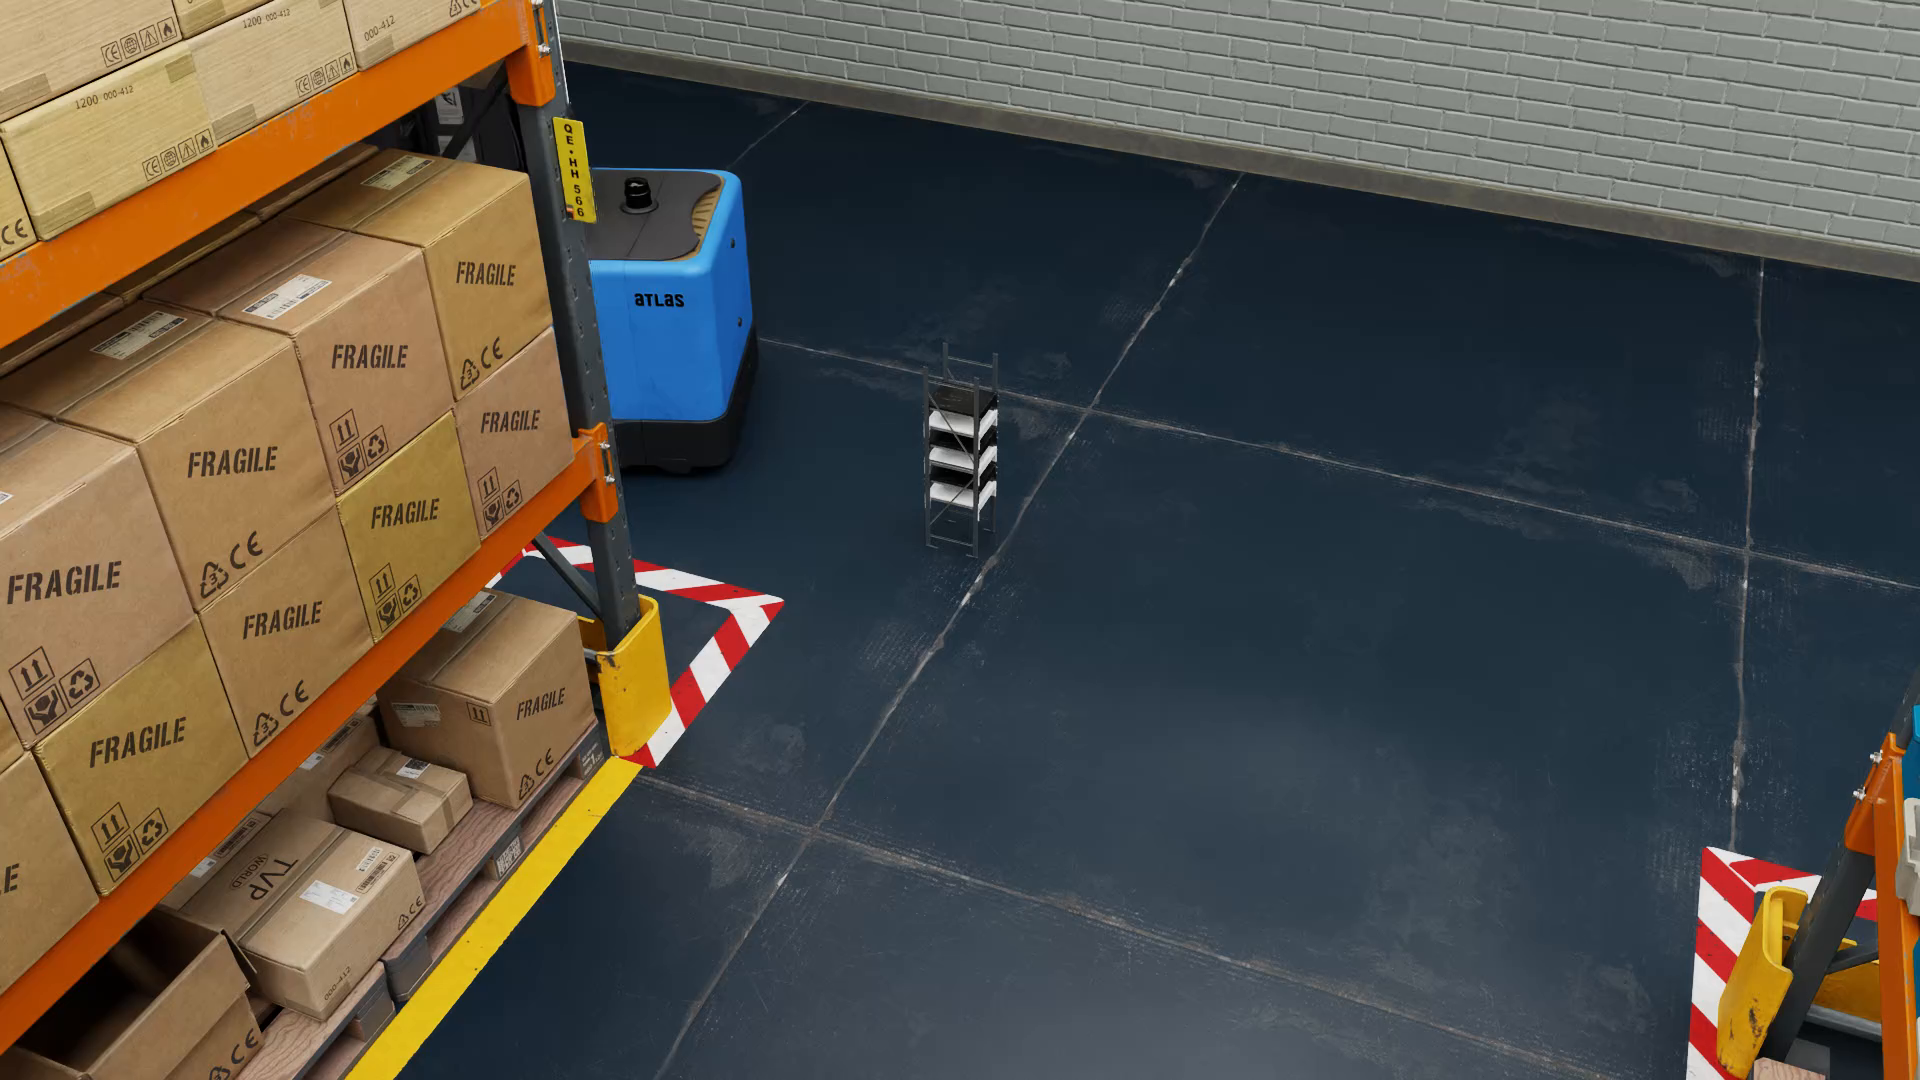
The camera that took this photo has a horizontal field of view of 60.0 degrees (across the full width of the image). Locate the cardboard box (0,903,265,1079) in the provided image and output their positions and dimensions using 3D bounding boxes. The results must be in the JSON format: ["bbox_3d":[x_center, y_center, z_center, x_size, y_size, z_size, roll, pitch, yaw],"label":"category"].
[{"bbox_3d":[-2.474,1.342,4.667,0.797,0.503,0.637,14,39,18],"label":"cardboard box"}]

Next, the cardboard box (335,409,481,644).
[{"bbox_3d":[-1.775,-0.097,4.791,0.500,0.500,0.500,14,39,18],"label":"cardboard box"}]

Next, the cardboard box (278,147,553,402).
[{"bbox_3d":[-1.577,-0.787,4.878,0.500,0.500,0.500,14,39,17],"label":"cardboard box"}]

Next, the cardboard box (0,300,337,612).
[{"bbox_3d":[-1.962,-0.219,4.118,0.500,0.500,0.500,15,39,19],"label":"cardboard box"}]

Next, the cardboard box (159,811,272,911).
[{"bbox_3d":[-2.512,1.060,5.255,0.500,0.250,0.500,14,39,18],"label":"cardboard box"}]

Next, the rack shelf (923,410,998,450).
[{"bbox_3d":[0.003,-0.482,6.899,0.258,0.077,0.200,14,39,18],"label":"rack shelf"}]

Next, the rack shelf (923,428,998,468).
[{"bbox_3d":[0.003,-0.410,6.953,0.258,0.077,0.200,14,39,18],"label":"rack shelf"}]

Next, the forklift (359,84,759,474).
[{"bbox_3d":[-2.539,-1.799,7.209,3.031,2.935,1.130,2,37,2],"label":"forklift"}]

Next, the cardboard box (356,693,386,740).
[{"bbox_3d":[-2.234,0.596,5.947,0.380,0.166,0.250,14,39,18],"label":"cardboard box"}]

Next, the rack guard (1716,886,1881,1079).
[{"bbox_3d":[2.914,1.460,4.879,1.175,0.500,0.348,14,39,18],"label":"rack guard"}]

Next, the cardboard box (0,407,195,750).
[{"bbox_3d":[-2.157,0.066,3.738,0.500,0.500,0.500,15,39,19],"label":"cardboard box"}]

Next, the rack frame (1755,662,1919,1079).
[{"bbox_3d":[2.917,0.475,4.109,1.000,3.000,0.127,14,39,18],"label":"rack frame"}]

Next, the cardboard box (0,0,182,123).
[{"bbox_3d":[-2.006,-1.101,3.420,0.500,0.250,0.500,14,39,18],"label":"cardboard box"}]

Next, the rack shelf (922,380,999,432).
[{"bbox_3d":[0.003,-0.555,6.845,0.258,0.077,0.200,14,39,18],"label":"rack shelf"}]

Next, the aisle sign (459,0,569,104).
[{"bbox_3d":[-1.353,-1.664,4.800,0.394,0.787,0.004,14,39,18],"label":"aisle sign"}]

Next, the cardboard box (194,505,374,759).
[{"bbox_3d":[-1.970,0.178,4.423,0.500,0.500,0.500,14,39,18],"label":"cardboard box"}]

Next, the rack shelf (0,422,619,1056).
[{"bbox_3d":[-2.423,0.740,4.355,1.077,0.370,4.000,14,39,18],"label":"rack shelf"}]

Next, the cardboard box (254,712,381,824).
[{"bbox_3d":[-2.322,0.783,5.626,0.500,0.250,0.500,14,39,18],"label":"cardboard box"}]

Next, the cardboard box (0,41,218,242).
[{"bbox_3d":[-1.992,-0.898,3.566,0.500,0.250,0.500,14,39,18],"label":"cardboard box"}]

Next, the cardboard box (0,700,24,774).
[{"bbox_3d":[-2.353,0.352,3.355,0.500,0.500,0.500,13,39,16],"label":"cardboard box"}]

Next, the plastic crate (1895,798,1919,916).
[{"bbox_3d":[2.320,0.777,3.875,0.250,0.136,0.298,14,39,18],"label":"plastic crate"}]

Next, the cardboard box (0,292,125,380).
[{"bbox_3d":[-2.462,-0.343,4.285,0.500,0.500,0.500,14,39,18],"label":"cardboard box"}]

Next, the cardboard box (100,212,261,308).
[{"bbox_3d":[-2.267,-0.619,4.654,0.500,0.500,0.500,14,39,18],"label":"cardboard box"}]

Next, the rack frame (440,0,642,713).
[{"bbox_3d":[-1.662,-0.655,5.621,1.000,3.000,0.127,14,39,18],"label":"rack frame"}]

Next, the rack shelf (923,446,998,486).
[{"bbox_3d":[0.003,-0.338,7.007,0.258,0.077,0.200,14,39,18],"label":"rack shelf"}]

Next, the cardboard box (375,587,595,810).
[{"bbox_3d":[-1.641,0.527,5.760,0.500,0.500,0.500,14,39,18],"label":"cardboard box"}]

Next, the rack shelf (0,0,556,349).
[{"bbox_3d":[-2.423,-0.461,3.457,1.077,0.370,4.000,14,39,18],"label":"rack shelf"}]

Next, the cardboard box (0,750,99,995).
[{"bbox_3d":[-2.354,0.739,3.673,0.500,0.500,0.500,14,39,18],"label":"cardboard box"}]

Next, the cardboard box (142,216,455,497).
[{"bbox_3d":[-1.769,-0.507,4.504,0.500,0.500,0.500,15,39,19],"label":"cardboard box"}]

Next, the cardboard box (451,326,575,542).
[{"bbox_3d":[-1.581,-0.385,5.176,0.500,0.500,0.500,15,39,19],"label":"cardboard box"}]

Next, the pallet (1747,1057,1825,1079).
[{"bbox_3d":[2.568,2.040,4.344,1.003,0.211,1.213,14,39,18],"label":"pallet"}]

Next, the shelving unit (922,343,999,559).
[{"bbox_3d":[0.003,-0.365,6.987,0.258,0.900,0.210,14,39,18],"label":"shelving unit"}]

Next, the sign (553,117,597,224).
[{"bbox_3d":[-1.156,-1.108,4.996,0.100,0.325,0.005,14,39,18],"label":"sign"}]

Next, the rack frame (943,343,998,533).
[{"bbox_3d":[0.042,-0.421,7.062,0.240,0.900,0.006,14,39,18],"label":"rack frame"}]

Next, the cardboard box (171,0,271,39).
[{"bbox_3d":[-1.812,-1.377,3.789,0.500,0.250,0.500,14,39,18],"label":"cardboard box"}]

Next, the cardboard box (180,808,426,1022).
[{"bbox_3d":[-2.030,1.146,5.140,0.500,0.250,0.500,14,39,18],"label":"cardboard box"}]

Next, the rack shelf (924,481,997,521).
[{"bbox_3d":[0.003,-0.194,7.114,0.258,0.077,0.200,14,39,18],"label":"rack shelf"}]

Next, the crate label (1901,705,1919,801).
[{"bbox_3d":[2.519,0.580,4.058,0.416,0.233,0.303,14,39,18],"label":"crate label"}]

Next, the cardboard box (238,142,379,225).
[{"bbox_3d":[-2.075,-0.910,5.043,0.500,0.500,0.500,15,39,19],"label":"cardboard box"}]

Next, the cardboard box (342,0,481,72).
[{"bbox_3d":[-1.614,-1.452,4.307,0.500,0.250,0.500,14,39,18],"label":"cardboard box"}]

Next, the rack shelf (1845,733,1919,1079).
[{"bbox_3d":[2.156,1.871,2.842,1.077,0.370,4.000,14,39,18],"label":"rack shelf"}]

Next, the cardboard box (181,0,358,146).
[{"bbox_3d":[-1.814,-1.178,3.940,0.500,0.250,0.500,14,39,18],"label":"cardboard box"}]

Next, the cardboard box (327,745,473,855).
[{"bbox_3d":[-1.879,0.864,5.587,0.380,0.166,0.250,14,39,18],"label":"cardboard box"}]

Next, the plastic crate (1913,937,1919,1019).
[{"bbox_3d":[2.268,0.945,3.571,0.416,0.233,0.300,14,39,18],"label":"plastic crate"}]

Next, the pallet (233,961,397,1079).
[{"bbox_3d":[-2.459,1.619,4.908,1.003,0.211,1.213,14,39,18],"label":"pallet"}]

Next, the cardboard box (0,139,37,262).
[{"bbox_3d":[-2.198,-0.625,3.200,0.500,0.250,0.500,14,39,18],"label":"cardboard box"}]

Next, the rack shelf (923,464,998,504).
[{"bbox_3d":[0.003,-0.266,7.060,0.258,0.077,0.200,14,39,18],"label":"rack shelf"}]

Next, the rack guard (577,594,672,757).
[{"bbox_3d":[-1.691,0.388,6.313,1.175,0.500,0.348,14,39,18],"label":"rack guard"}]

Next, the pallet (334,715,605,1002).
[{"bbox_3d":[-1.993,0.946,5.809,1.003,0.211,1.213,14,39,18],"label":"pallet"}]

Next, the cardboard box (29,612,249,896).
[{"bbox_3d":[-2.162,0.457,4.050,0.500,0.500,0.500,13,39,17],"label":"cardboard box"}]

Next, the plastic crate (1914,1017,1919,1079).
[{"bbox_3d":[2.062,1.153,3.372,0.250,0.136,0.298,14,39,18],"label":"plastic crate"}]

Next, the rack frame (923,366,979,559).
[{"bbox_3d":[-0.036,-0.309,6.911,0.240,0.900,0.006,14,39,18],"label":"rack frame"}]
